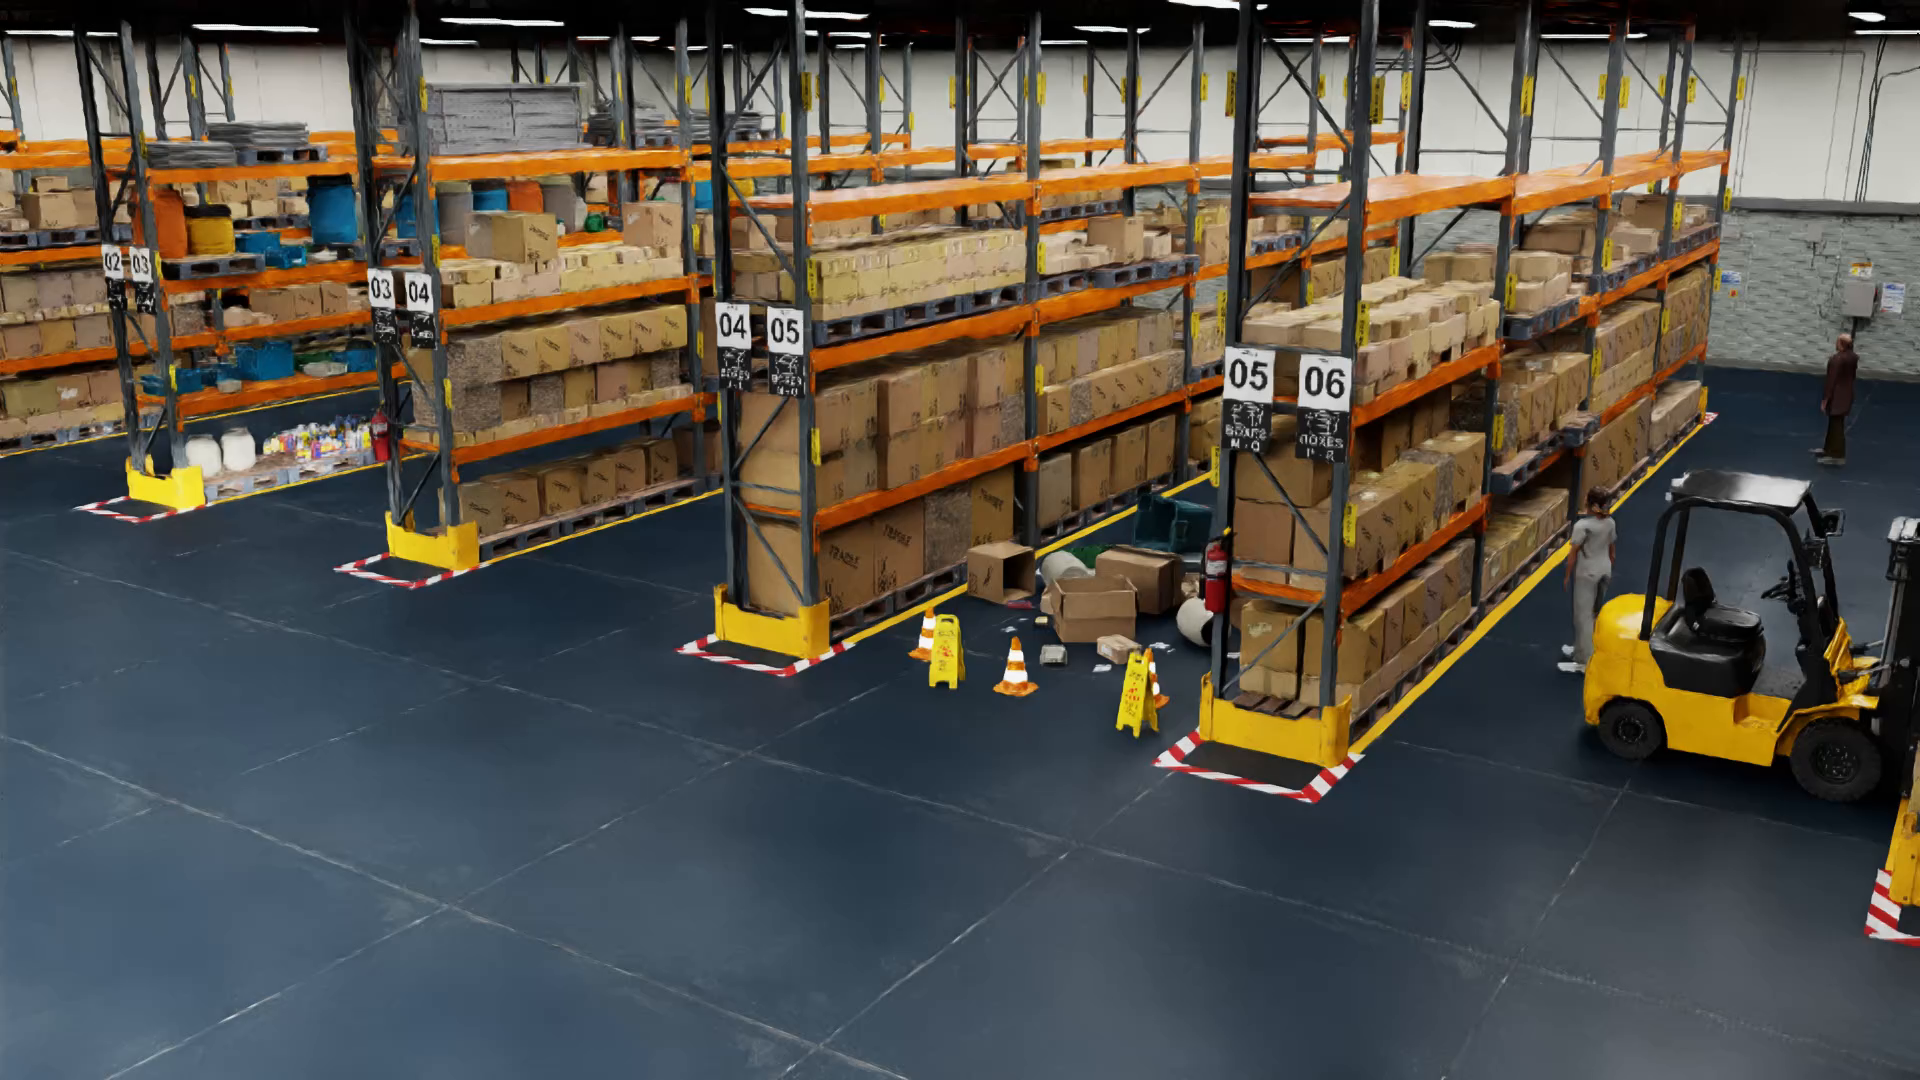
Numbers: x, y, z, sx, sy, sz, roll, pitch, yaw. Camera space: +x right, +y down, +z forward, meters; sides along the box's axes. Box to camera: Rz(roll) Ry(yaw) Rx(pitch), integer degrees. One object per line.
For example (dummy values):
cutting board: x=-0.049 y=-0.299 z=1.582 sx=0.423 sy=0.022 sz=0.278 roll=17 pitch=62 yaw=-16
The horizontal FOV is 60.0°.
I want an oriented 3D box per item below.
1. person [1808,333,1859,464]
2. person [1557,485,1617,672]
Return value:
person: x=12.058 y=-1.968 z=22.910 sx=0.657 sy=1.775 sz=0.605 roll=-13 pitch=20 yaw=-39
person: x=5.617 y=0.318 z=14.906 sx=0.564 sy=1.666 sz=0.553 roll=-7 pitch=17 yaw=-24
